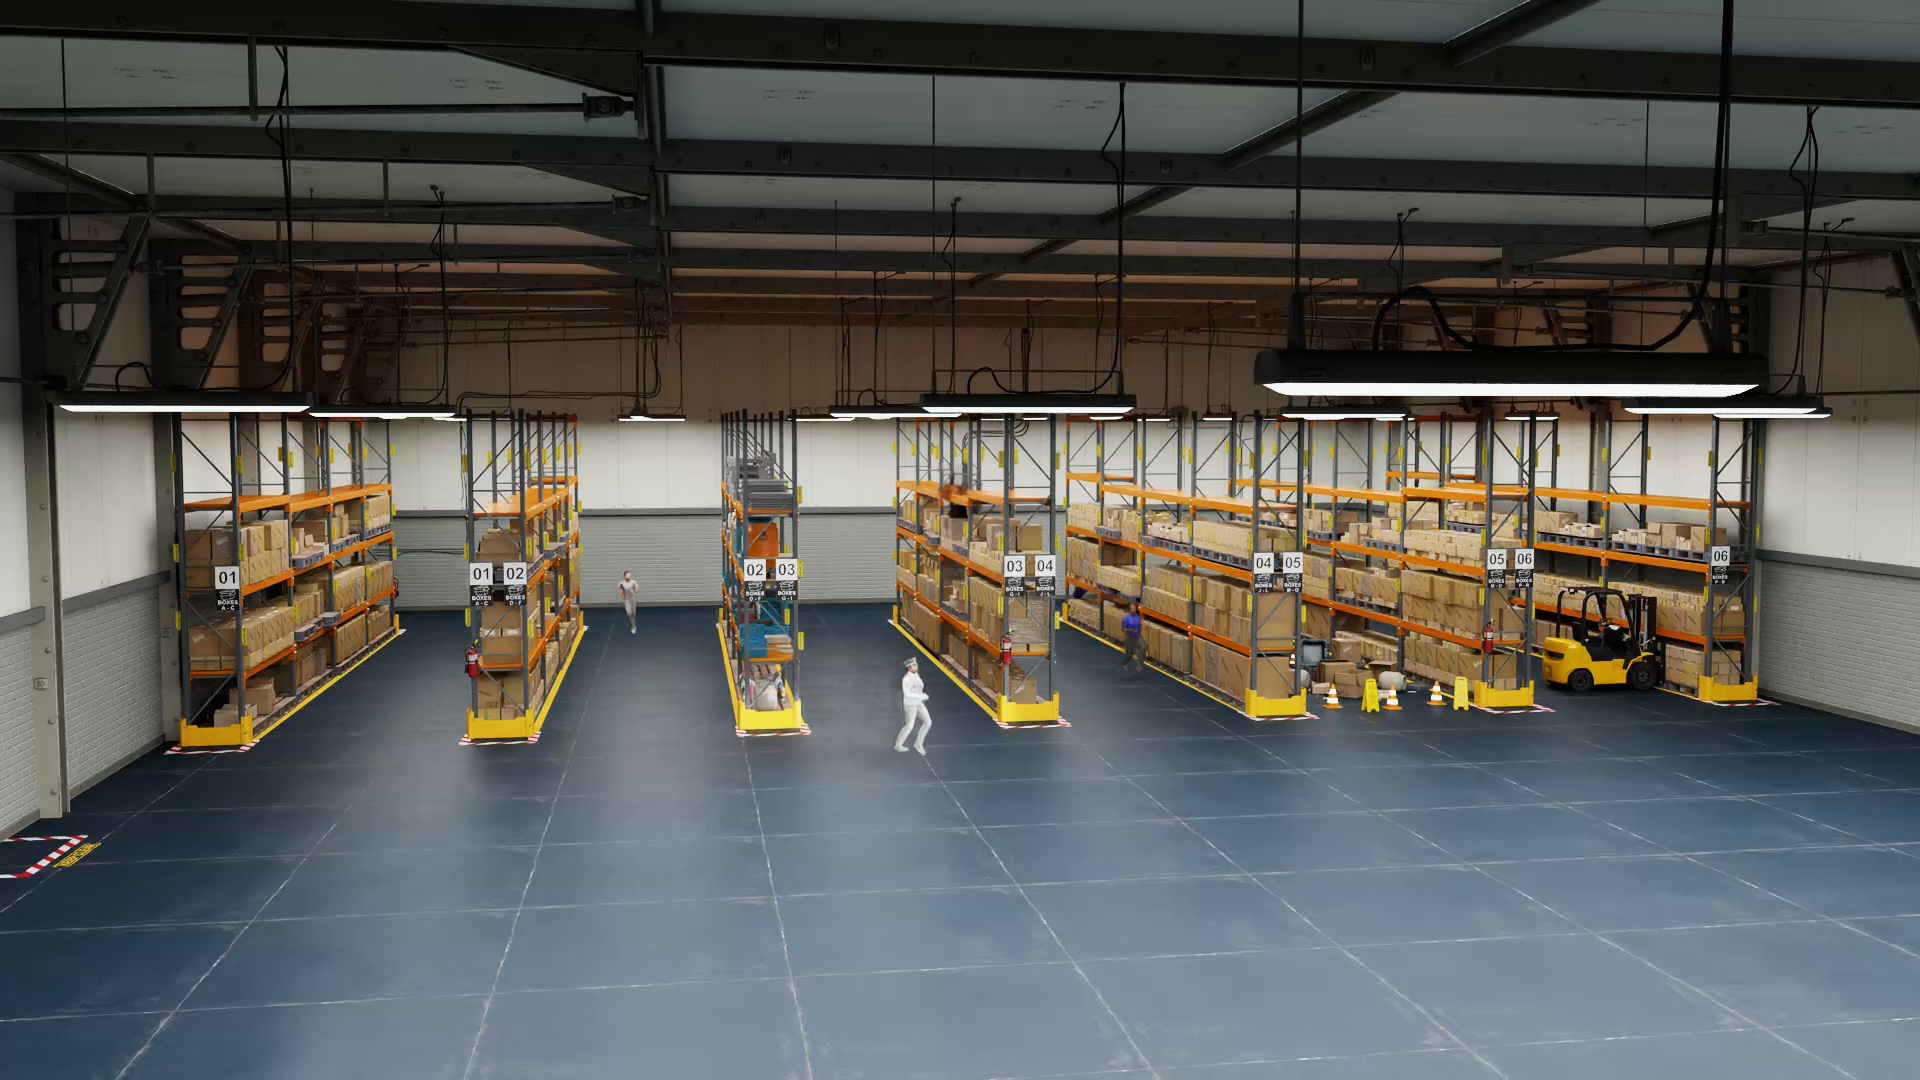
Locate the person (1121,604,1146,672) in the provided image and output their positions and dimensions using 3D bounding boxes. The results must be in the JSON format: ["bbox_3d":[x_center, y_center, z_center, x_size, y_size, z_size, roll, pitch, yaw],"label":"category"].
[{"bbox_3d":[3.848,2.192,37.070,0.578,1.555,0.870,-1,4,-17],"label":"person"}]

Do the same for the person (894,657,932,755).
[{"bbox_3d":[-0.815,2.883,28.841,0.683,1.712,0.616,2,5,28],"label":"person"}]

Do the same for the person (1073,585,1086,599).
[{"bbox_3d":[3.597,1.480,49.843,0.553,1.569,0.618,1,4,9],"label":"person"}]

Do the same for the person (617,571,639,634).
[{"bbox_3d":[-9.107,1.704,45.723,0.571,1.715,0.794,-2,4,-23],"label":"person"}]
